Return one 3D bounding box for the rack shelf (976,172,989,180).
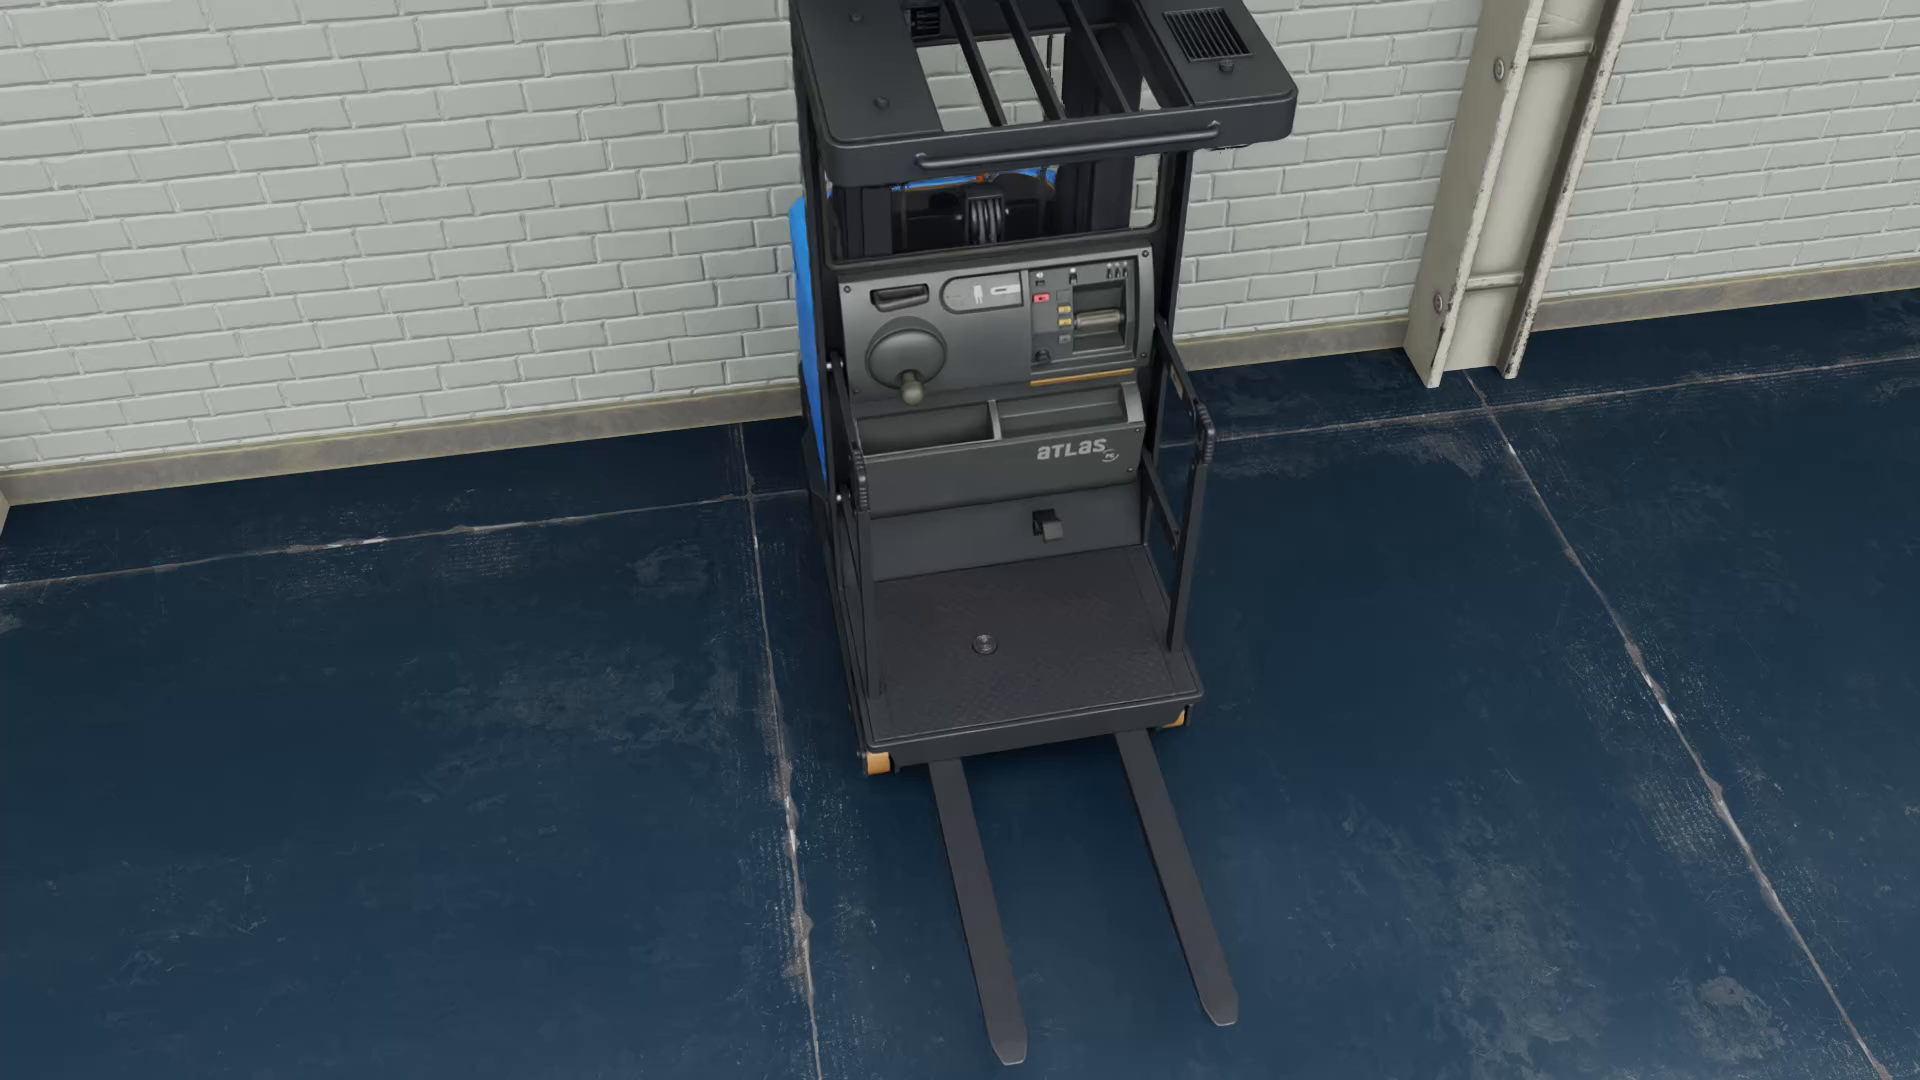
[{"bbox_3d":[0.268,-1.199,6.085,0.480,0.148,0.258,8,40,-19],"label":"rack shelf"}]

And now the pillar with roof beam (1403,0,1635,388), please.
[{"bbox_3d":[2.826,-0.827,0.798,0.400,9.000,9.100,-7,46,-7],"label":"pillar with roof beam"}]

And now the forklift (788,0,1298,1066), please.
[{"bbox_3d":[0.158,-0.538,4.733,1.130,2.935,3.031,-8,47,-8],"label":"forklift"}]

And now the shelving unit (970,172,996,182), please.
[{"bbox_3d":[0.144,-0.913,6.324,0.503,1.200,0.258,8,40,-19],"label":"shelving unit"}]

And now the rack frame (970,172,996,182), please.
[{"bbox_3d":[-0.084,-0.945,6.243,0.015,1.200,0.240,8,40,-19],"label":"rack frame"}]
